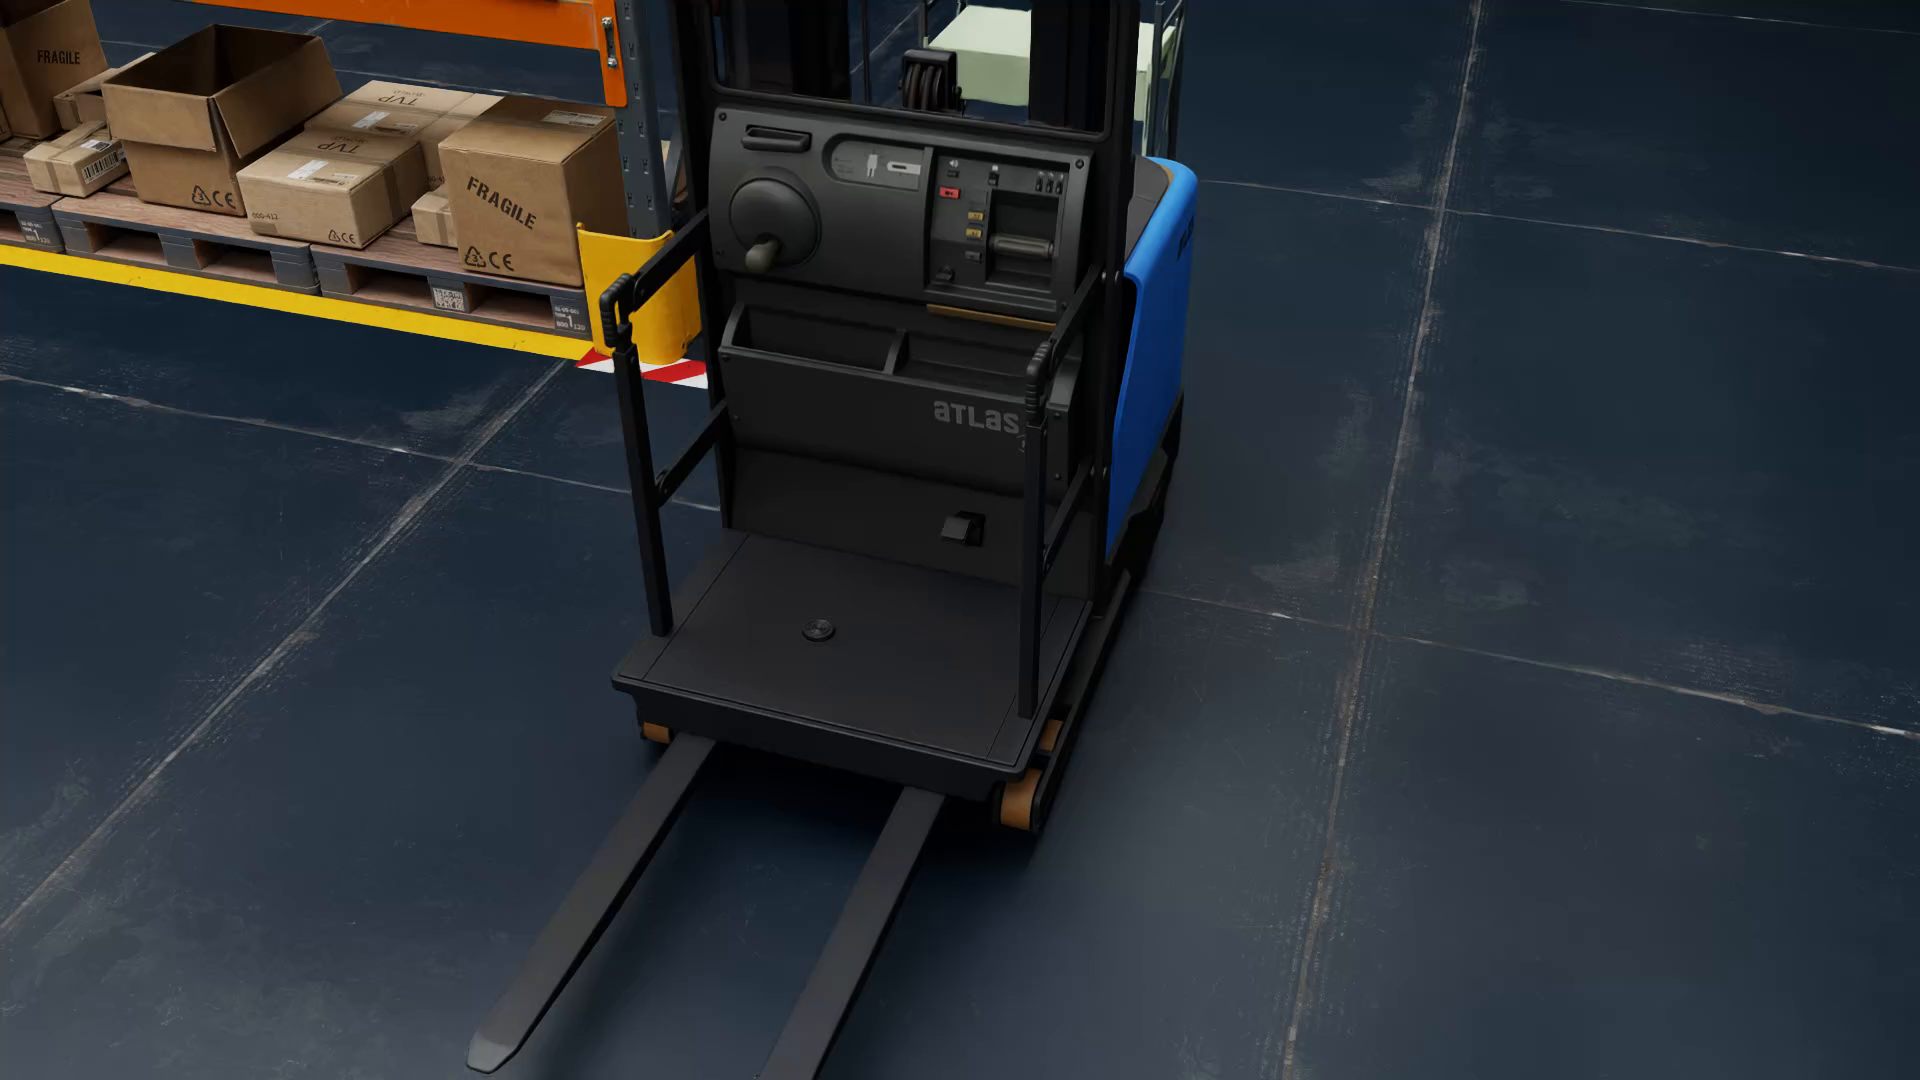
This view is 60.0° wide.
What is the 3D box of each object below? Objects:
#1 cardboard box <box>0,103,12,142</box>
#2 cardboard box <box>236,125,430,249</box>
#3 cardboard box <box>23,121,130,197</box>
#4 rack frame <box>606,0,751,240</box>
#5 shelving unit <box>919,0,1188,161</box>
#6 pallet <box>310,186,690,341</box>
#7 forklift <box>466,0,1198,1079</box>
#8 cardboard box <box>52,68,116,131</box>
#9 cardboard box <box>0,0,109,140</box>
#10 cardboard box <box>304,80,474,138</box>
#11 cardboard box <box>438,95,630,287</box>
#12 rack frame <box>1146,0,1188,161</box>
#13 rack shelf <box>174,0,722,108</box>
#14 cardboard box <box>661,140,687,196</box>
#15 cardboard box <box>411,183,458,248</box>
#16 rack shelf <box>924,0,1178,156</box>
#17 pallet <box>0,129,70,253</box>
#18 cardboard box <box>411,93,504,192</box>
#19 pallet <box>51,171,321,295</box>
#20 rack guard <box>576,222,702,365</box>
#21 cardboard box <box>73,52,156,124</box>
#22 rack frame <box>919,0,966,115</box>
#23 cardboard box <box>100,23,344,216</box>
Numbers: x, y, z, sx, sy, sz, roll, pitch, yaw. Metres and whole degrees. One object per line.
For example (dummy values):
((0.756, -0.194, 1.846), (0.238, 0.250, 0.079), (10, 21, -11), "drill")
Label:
((-4.455, -1.794, 7.054), (0.500, 0.311, 0.500), (10, 38, 14), "cardboard box")
((-2.464, -1.401, 6.571), (0.500, 0.250, 0.500), (10, 38, 14), "cardboard box")
((-3.627, -1.589, 6.897), (0.250, 0.166, 0.380), (10, 38, 14), "cardboard box")
((-0.974, -2.189, 5.694), (0.127, 3.000, 1.000), (10, 38, 14), "rack frame")
((0.294, -1.135, 5.526), (0.755, 1.500, 0.431), (11, 38, 15), "shelving unit")
((-1.807, -1.220, 6.730), (1.213, 0.211, 1.003), (10, 38, 14), "pallet")
((-0.221, -0.712, 3.745), (1.130, 2.935, 3.031), (11, 38, 15), "forklift")
((-3.787, -1.953, 7.407), (0.250, 0.149, 0.380), (10, 38, 14), "cardboard box")
((-4.163, -2.127, 7.346), (0.500, 0.500, 0.500), (10, 38, 14), "cardboard box")
((-2.363, -1.692, 6.967), (0.500, 0.250, 0.500), (10, 38, 14), "cardboard box")
((-1.566, -1.317, 6.246), (0.500, 0.500, 0.500), (10, 38, 14), "cardboard box")
((0.641, -1.066, 5.433), (0.023, 1.500, 0.400), (11, 38, 15), "rack frame")
((-2.883, -2.253, 6.388), (4.000, 0.370, 1.077), (10, 38, 14), "rack shelf")
((-1.271, -1.487, 6.773), (0.250, 0.149, 0.380), (10, 38, 14), "cardboard box")
((-1.926, -1.305, 6.511), (0.250, 0.166, 0.380), (10, 38, 14), "cardboard box")
((0.294, -1.449, 5.295), (0.720, 0.370, 0.431), (11, 38, 15), "rack shelf")
((-4.136, -1.651, 7.316), (1.213, 0.211, 1.003), (10, 38, 14), "pallet")
((-1.885, -1.604, 6.847), (0.500, 0.250, 0.500), (10, 38, 14), "cardboard box")
((-2.968, -1.437, 7.024), (1.213, 0.211, 1.003), (10, 38, 14), "pallet")
((-1.046, -1.196, 6.453), (0.348, 0.500, 1.175), (10, 38, 14), "rack guard")
((-3.447, -1.918, 7.222), (0.500, 0.311, 0.500), (10, 38, 14), "cardboard box")
((-0.054, -1.203, 5.619), (0.023, 1.500, 0.400), (11, 38, 15), "rack frame")
((-2.997, -1.739, 6.817), (0.637, 0.503, 0.797), (10, 38, 14), "cardboard box")
